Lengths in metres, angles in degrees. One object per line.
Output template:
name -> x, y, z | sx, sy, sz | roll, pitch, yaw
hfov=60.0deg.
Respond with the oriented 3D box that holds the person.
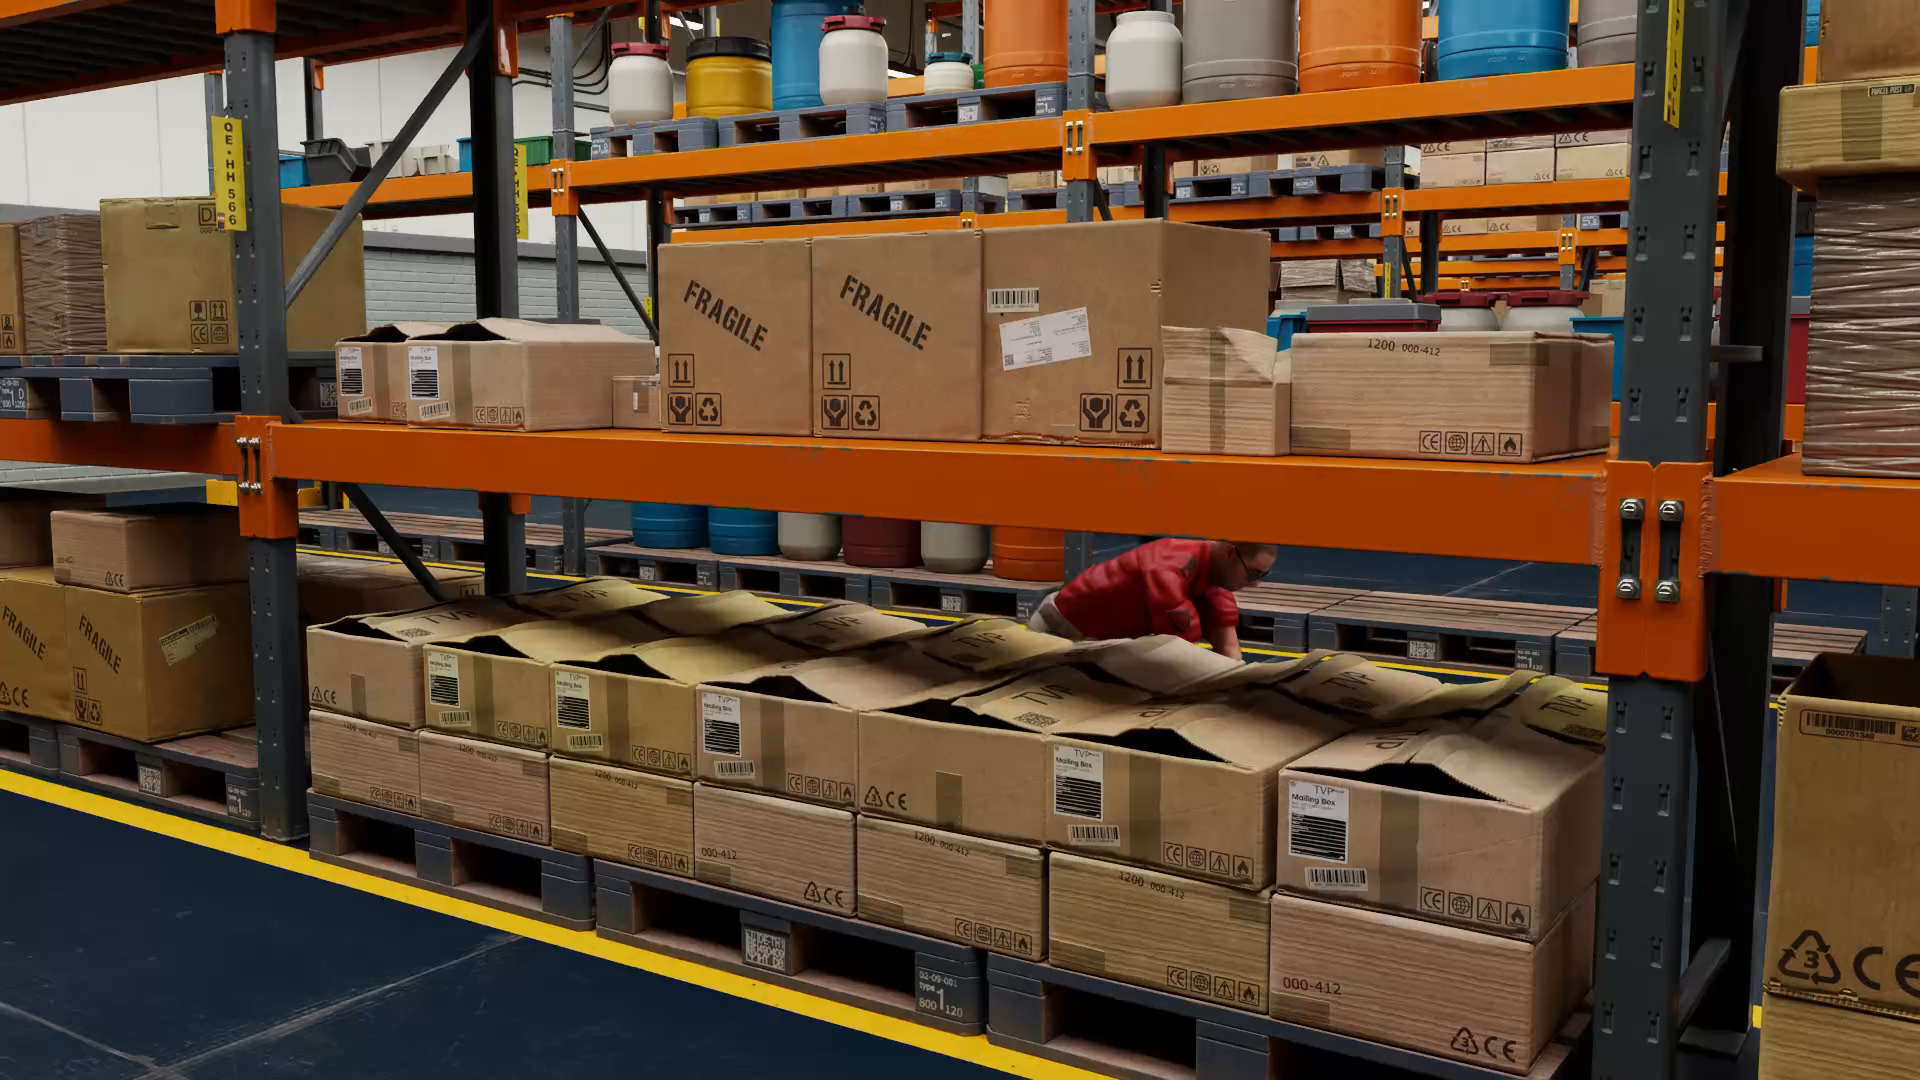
person -> 0.654, 0.398, 5.670 | 0.877, 0.988, 0.522 | 4, 7, 33
